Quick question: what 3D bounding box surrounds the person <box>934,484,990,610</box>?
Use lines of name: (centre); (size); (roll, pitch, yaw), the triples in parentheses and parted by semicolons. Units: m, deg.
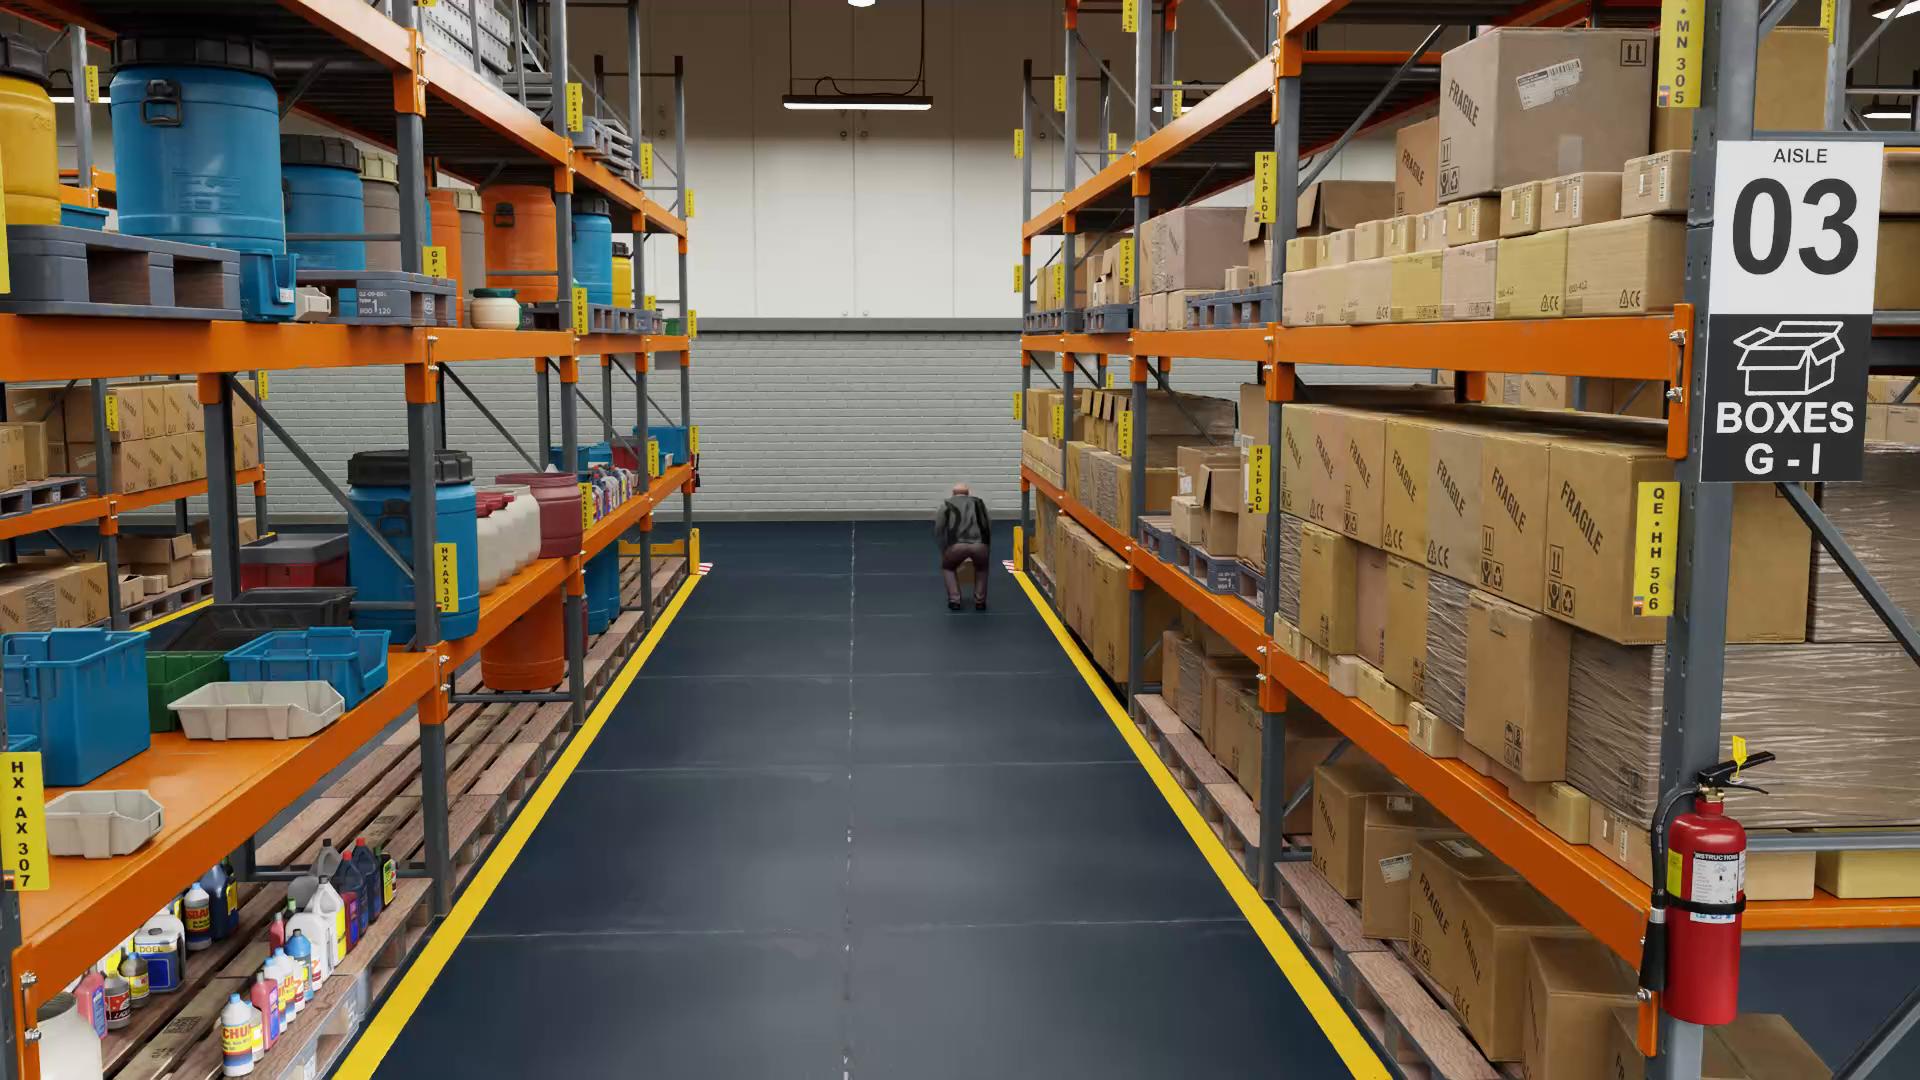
person: (0.033, 0.073, 17.200); (0.586, 1.260, 0.779); (0, 7, -4)
